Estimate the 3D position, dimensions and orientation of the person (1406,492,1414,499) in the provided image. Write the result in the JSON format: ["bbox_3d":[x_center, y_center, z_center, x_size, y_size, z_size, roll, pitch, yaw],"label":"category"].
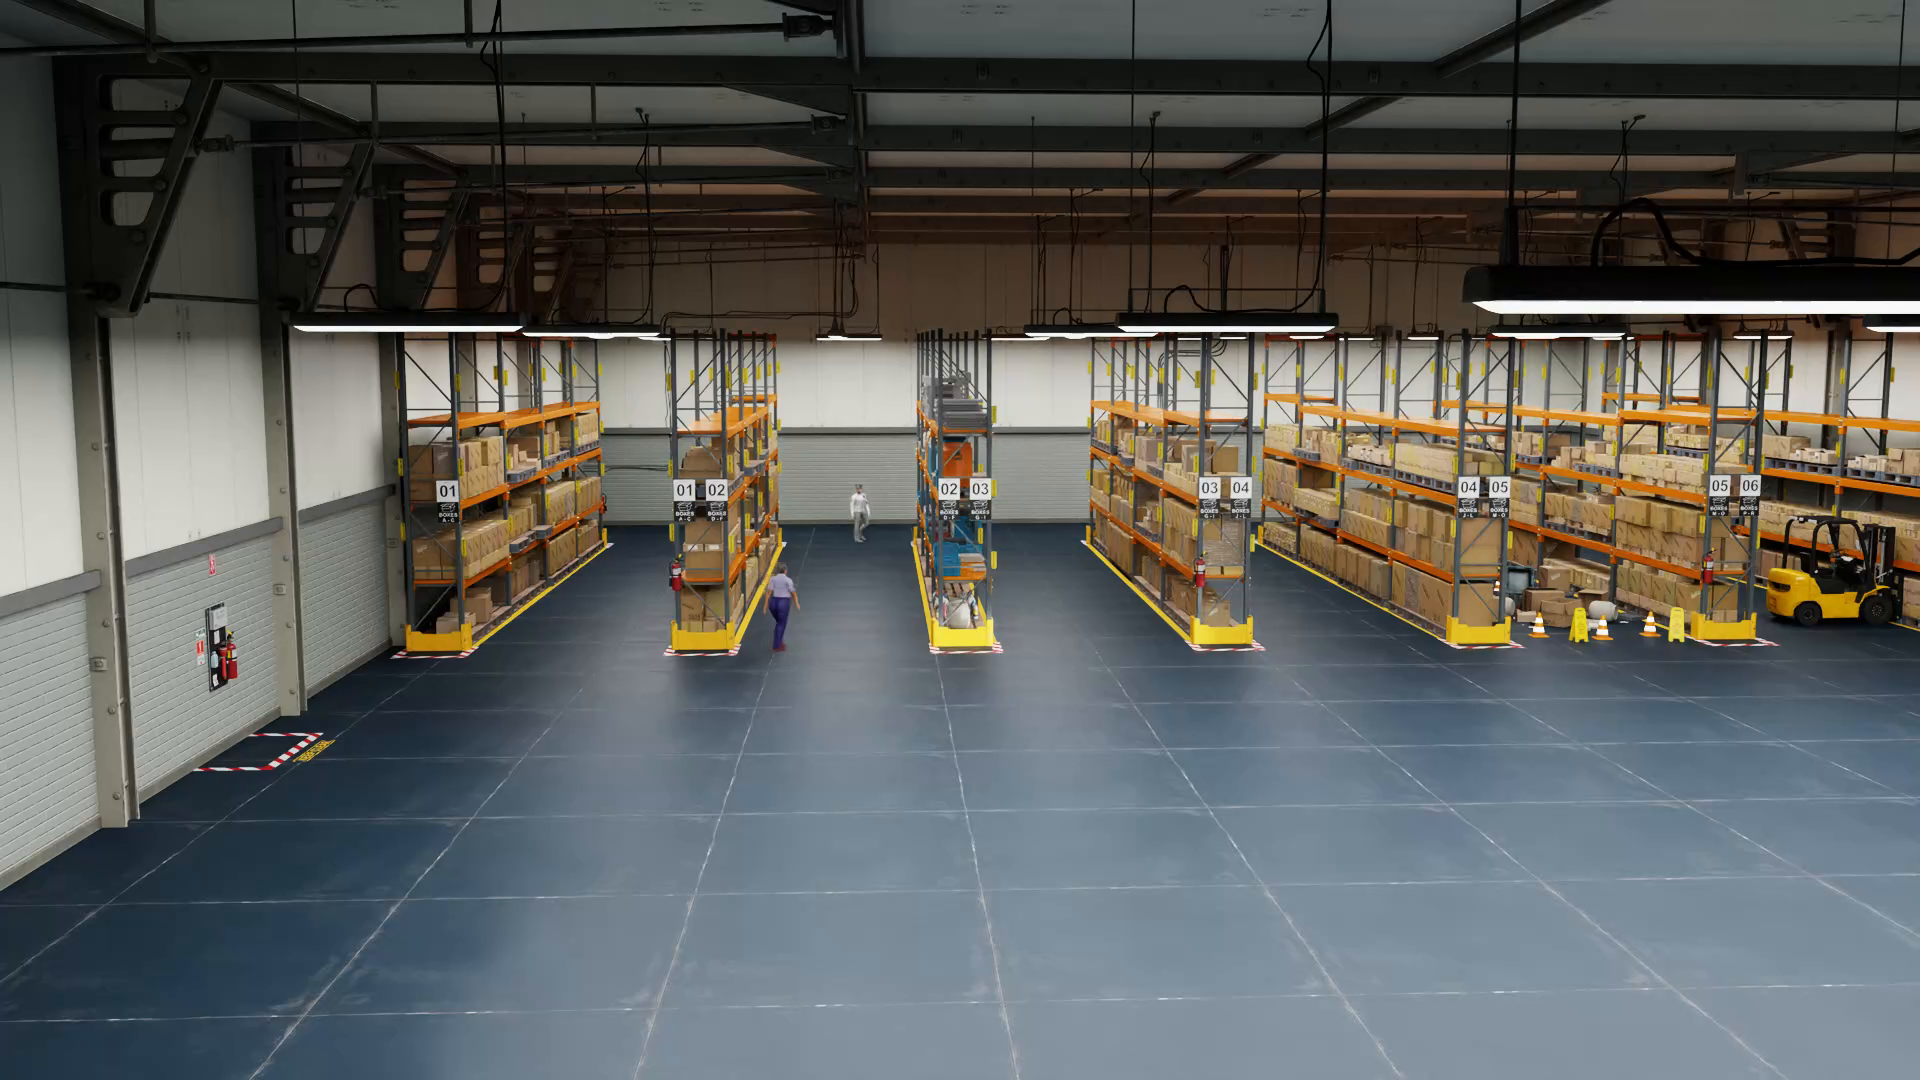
[{"bbox_3d":[12.366,-0.531,45.700,0.427,1.771,0.600,1,7,5],"label":"person"}]

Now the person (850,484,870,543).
[{"bbox_3d":[-2.871,-0.785,48.169,0.460,1.688,0.517,6,9,42],"label":"person"}]

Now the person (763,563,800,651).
[{"bbox_3d":[-3.329,1.274,31.077,0.539,1.673,0.665,4,8,32],"label":"person"}]
